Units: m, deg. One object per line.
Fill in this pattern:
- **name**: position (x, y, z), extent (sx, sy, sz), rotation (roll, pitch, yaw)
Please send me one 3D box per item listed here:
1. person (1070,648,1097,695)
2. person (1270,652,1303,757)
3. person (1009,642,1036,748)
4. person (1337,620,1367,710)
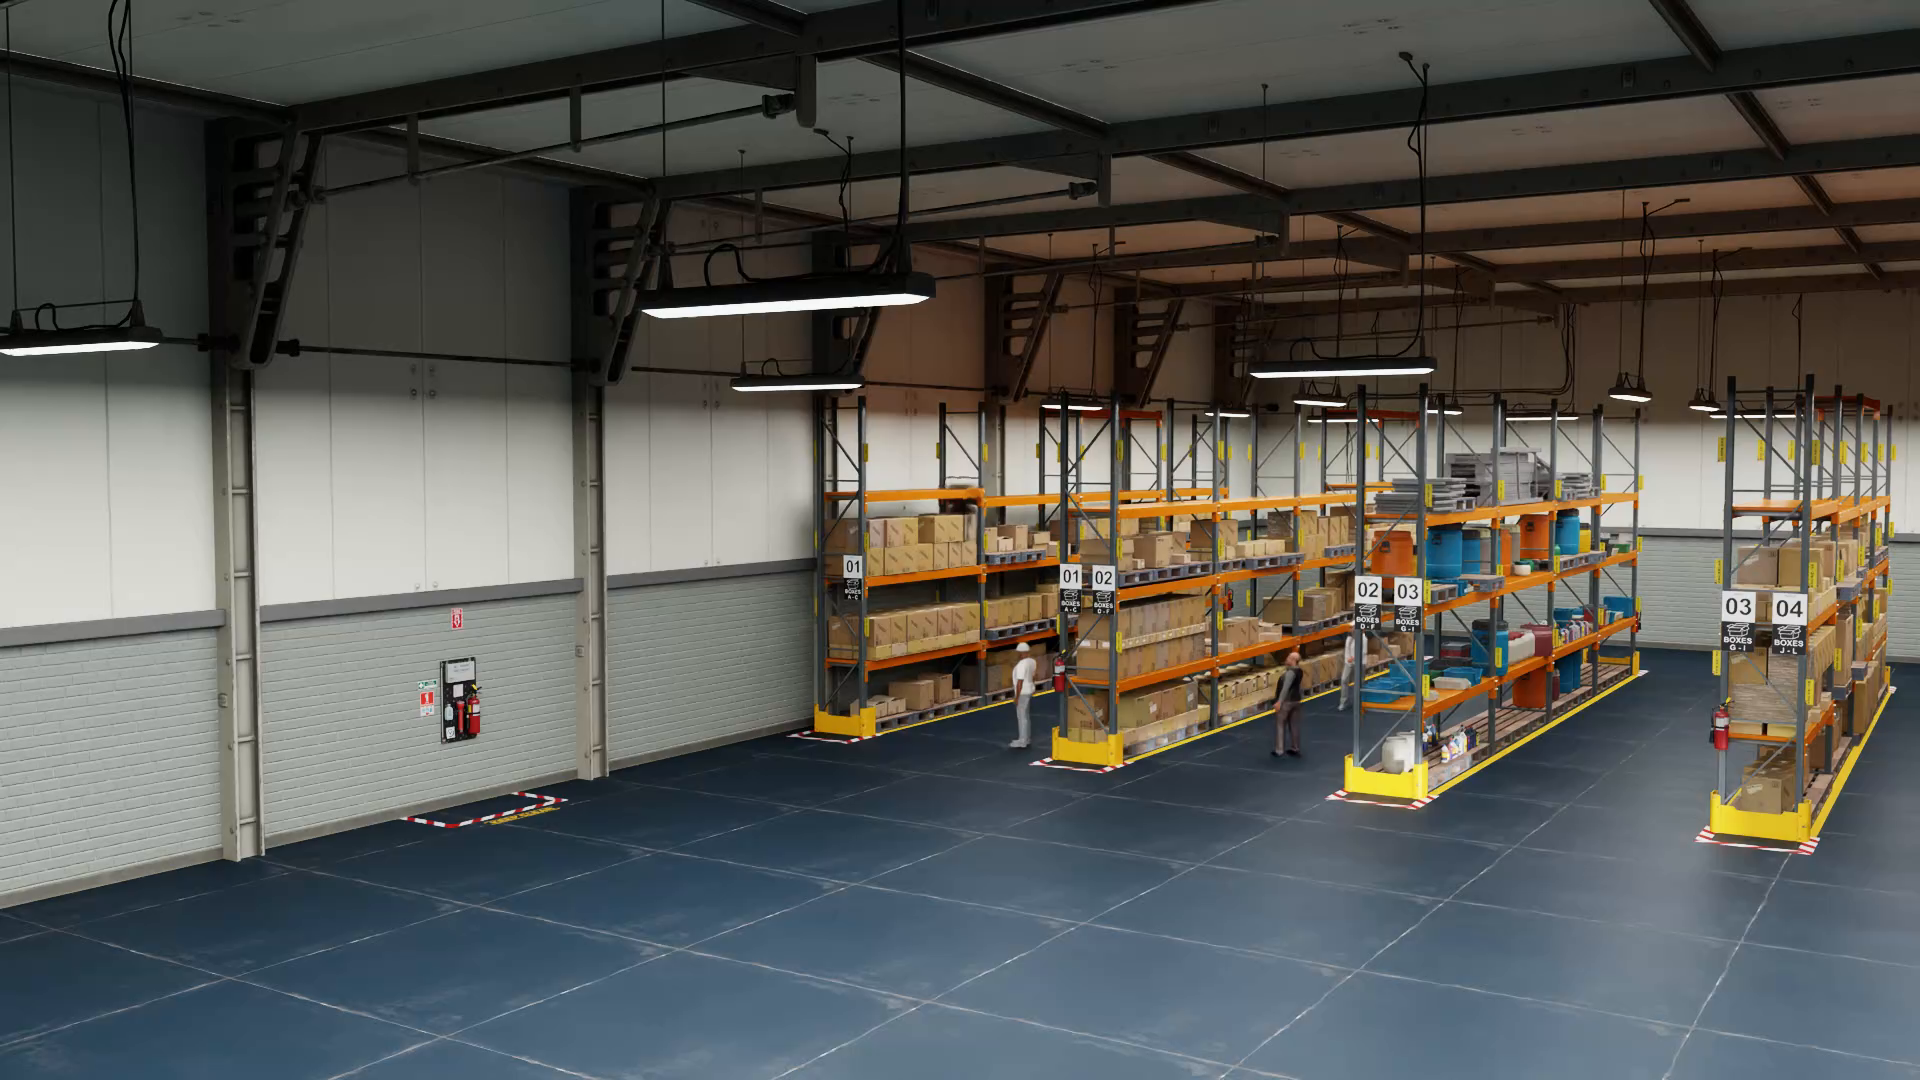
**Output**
- **person**: position (2.546, 2.355, 33.291), extent (0.636, 1.731, 0.938), rotation (1, 3, 25)
- **person**: position (5.410, 2.709, 27.435), extent (0.586, 1.718, 0.454), rotation (-3, 4, -40)
- **person**: position (1.059, 2.621, 28.338), extent (0.425, 1.768, 0.656), rotation (1, 3, 22)
- **person**: position (7.771, 2.434, 32.644), extent (0.525, 1.753, 0.982), rotation (2, 4, 34)
